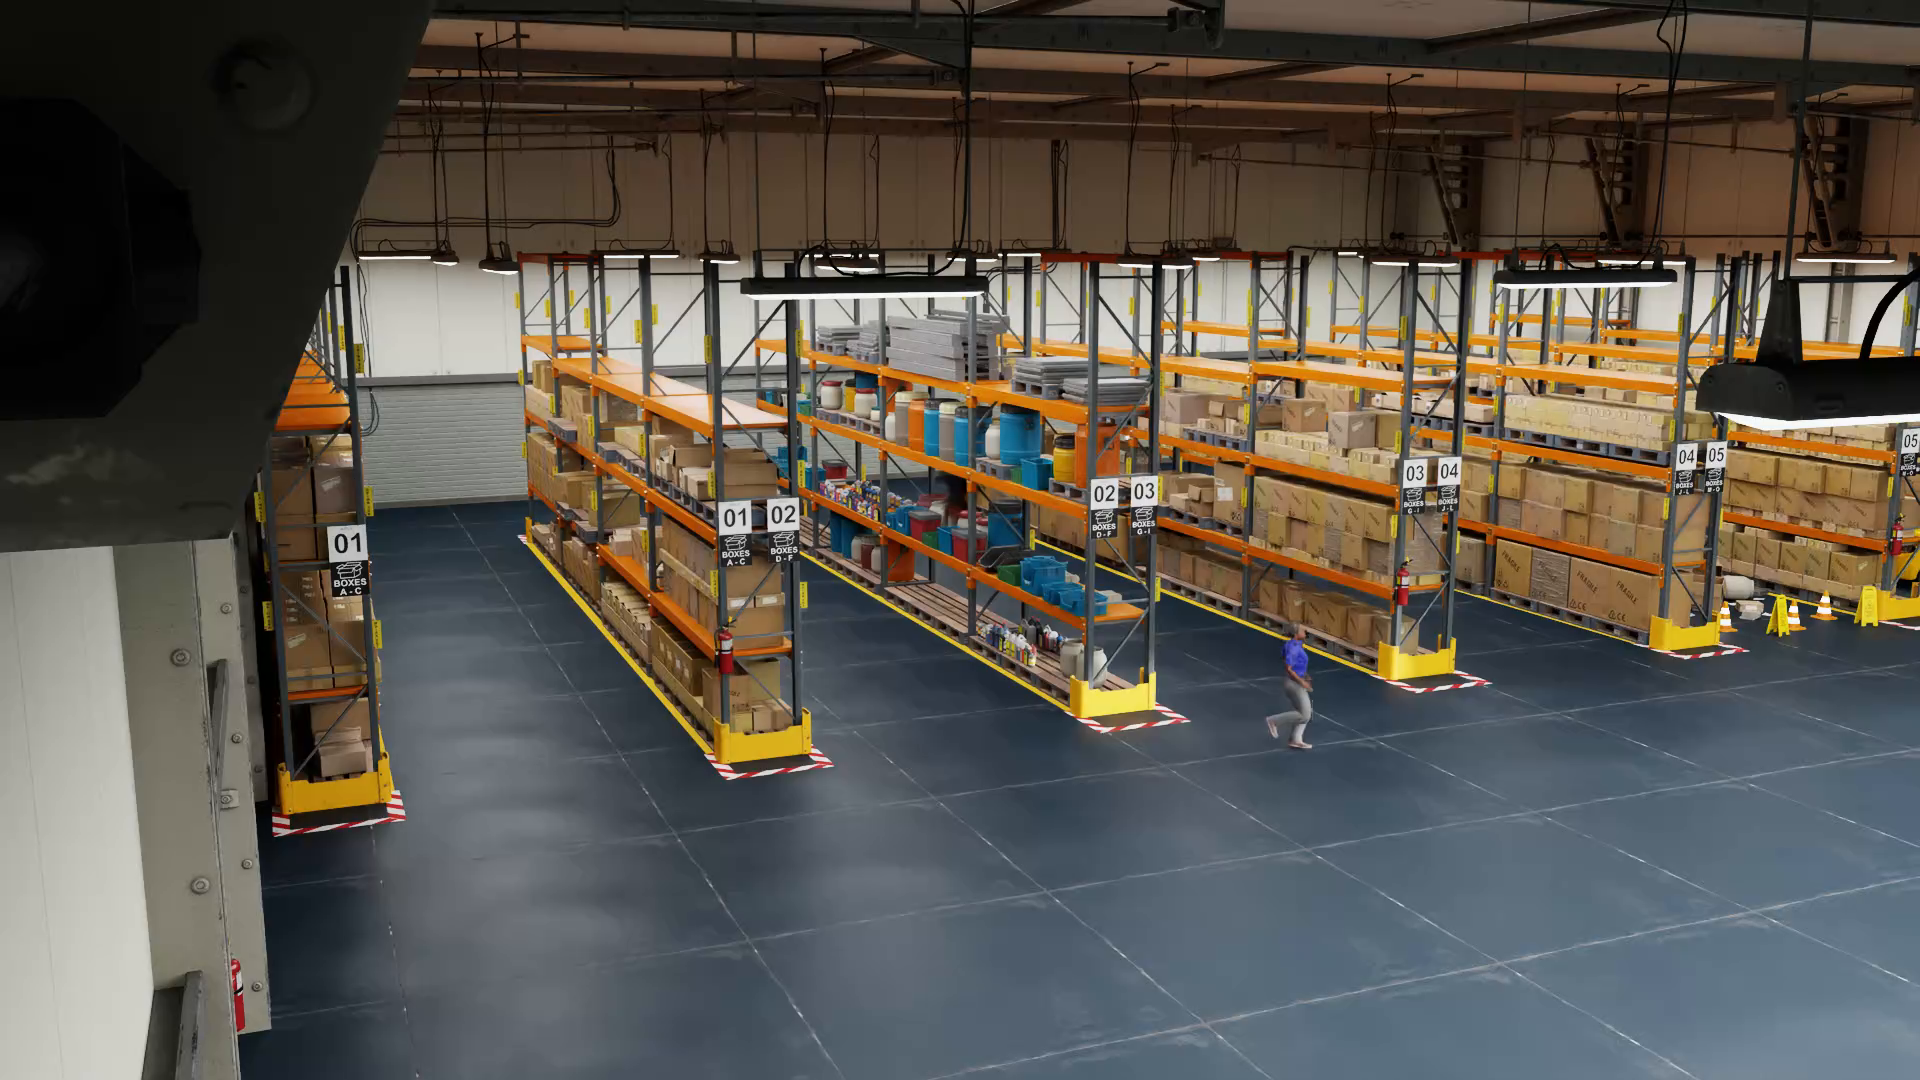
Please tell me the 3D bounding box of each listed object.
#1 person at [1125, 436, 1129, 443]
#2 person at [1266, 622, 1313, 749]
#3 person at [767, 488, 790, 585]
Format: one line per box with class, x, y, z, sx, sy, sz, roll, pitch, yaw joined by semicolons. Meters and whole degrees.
person;3.934;-1.606;38.945;0.684;1.735;0.920;-2;10;-9
person;4.115;1.812;20.717;0.592;1.619;0.585;1;10;6
person;-3.185;-0.044;29.238;0.692;1.752;0.567;-6;12;-30
